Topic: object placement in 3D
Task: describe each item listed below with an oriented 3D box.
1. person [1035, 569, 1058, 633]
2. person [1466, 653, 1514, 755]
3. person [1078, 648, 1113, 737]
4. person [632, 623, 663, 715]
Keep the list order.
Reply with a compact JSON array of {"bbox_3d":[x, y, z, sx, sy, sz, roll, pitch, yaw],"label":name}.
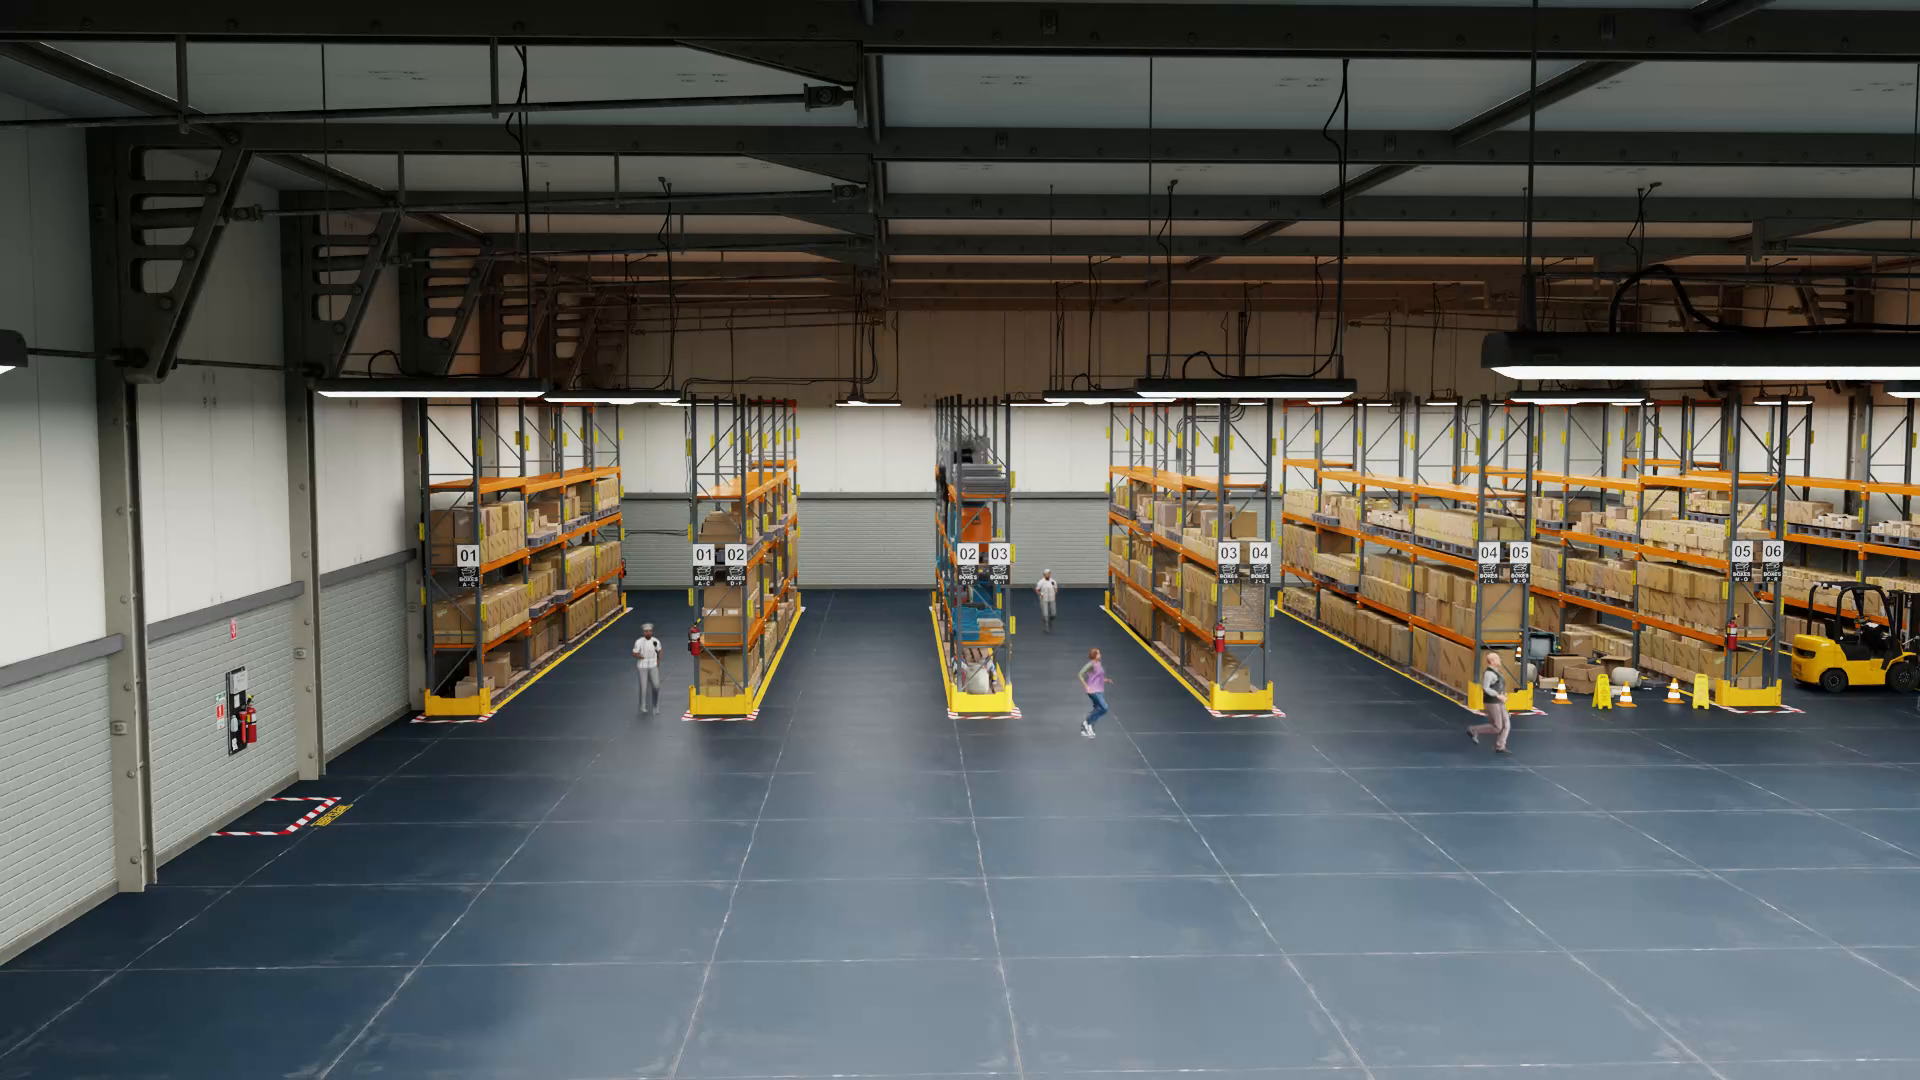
[{"bbox_3d":[2.239,1.559,42.652,0.587,1.617,0.520,-1,5,-10],"label":"person"},{"bbox_3d":[8.847,2.713,27.582,0.720,1.690,0.659,3,5,31],"label":"person"},{"bbox_3d":[2.376,2.666,28.932,0.602,1.544,0.520,2,5,26],"label":"person"},{"bbox_3d":[-5.848,2.429,31.212,0.600,1.737,0.594,-1,5,-18],"label":"person"}]
